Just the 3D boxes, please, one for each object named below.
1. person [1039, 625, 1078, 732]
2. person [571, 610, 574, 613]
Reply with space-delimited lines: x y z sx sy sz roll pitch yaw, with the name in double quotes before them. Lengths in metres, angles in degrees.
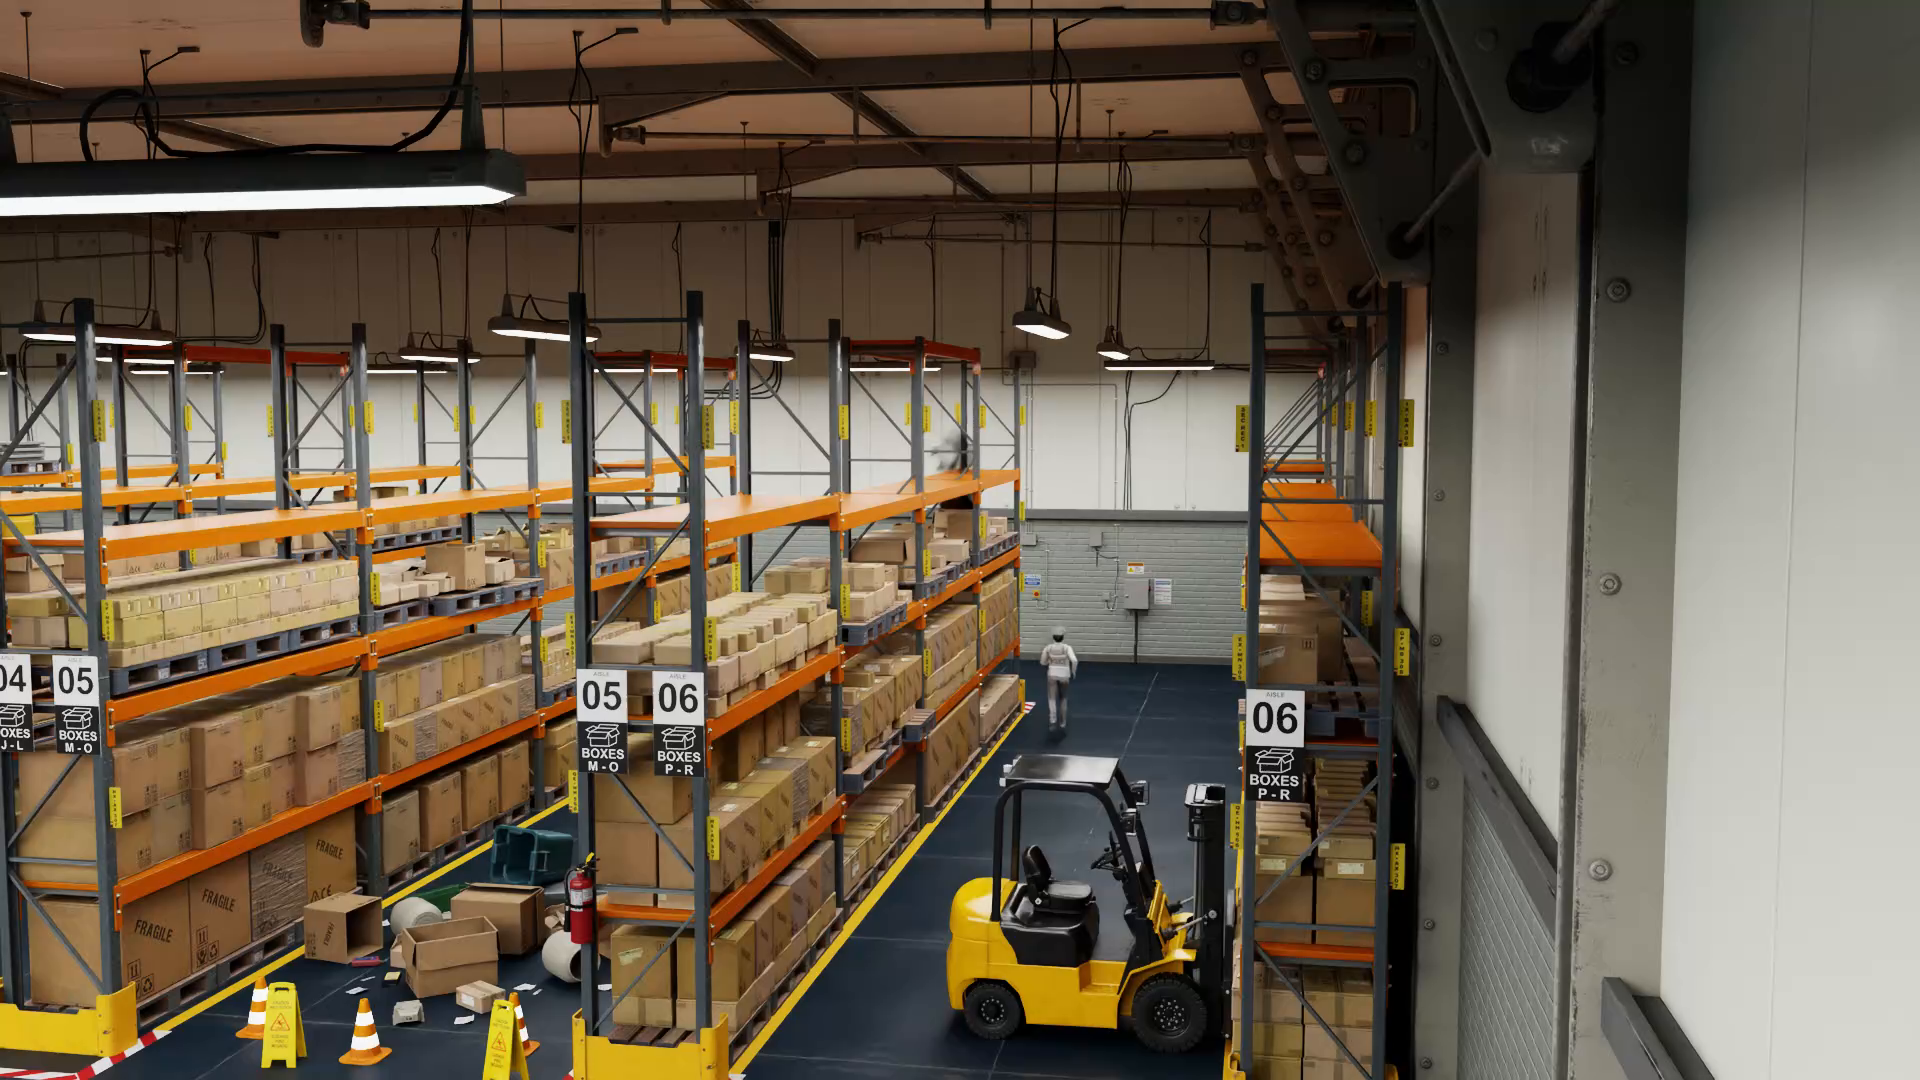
"person" 1.555 2.188 26.245 0.611 1.681 0.906 0 5 5
"person" -6.419 2.031 27.964 0.653 1.843 0.767 1 5 13
